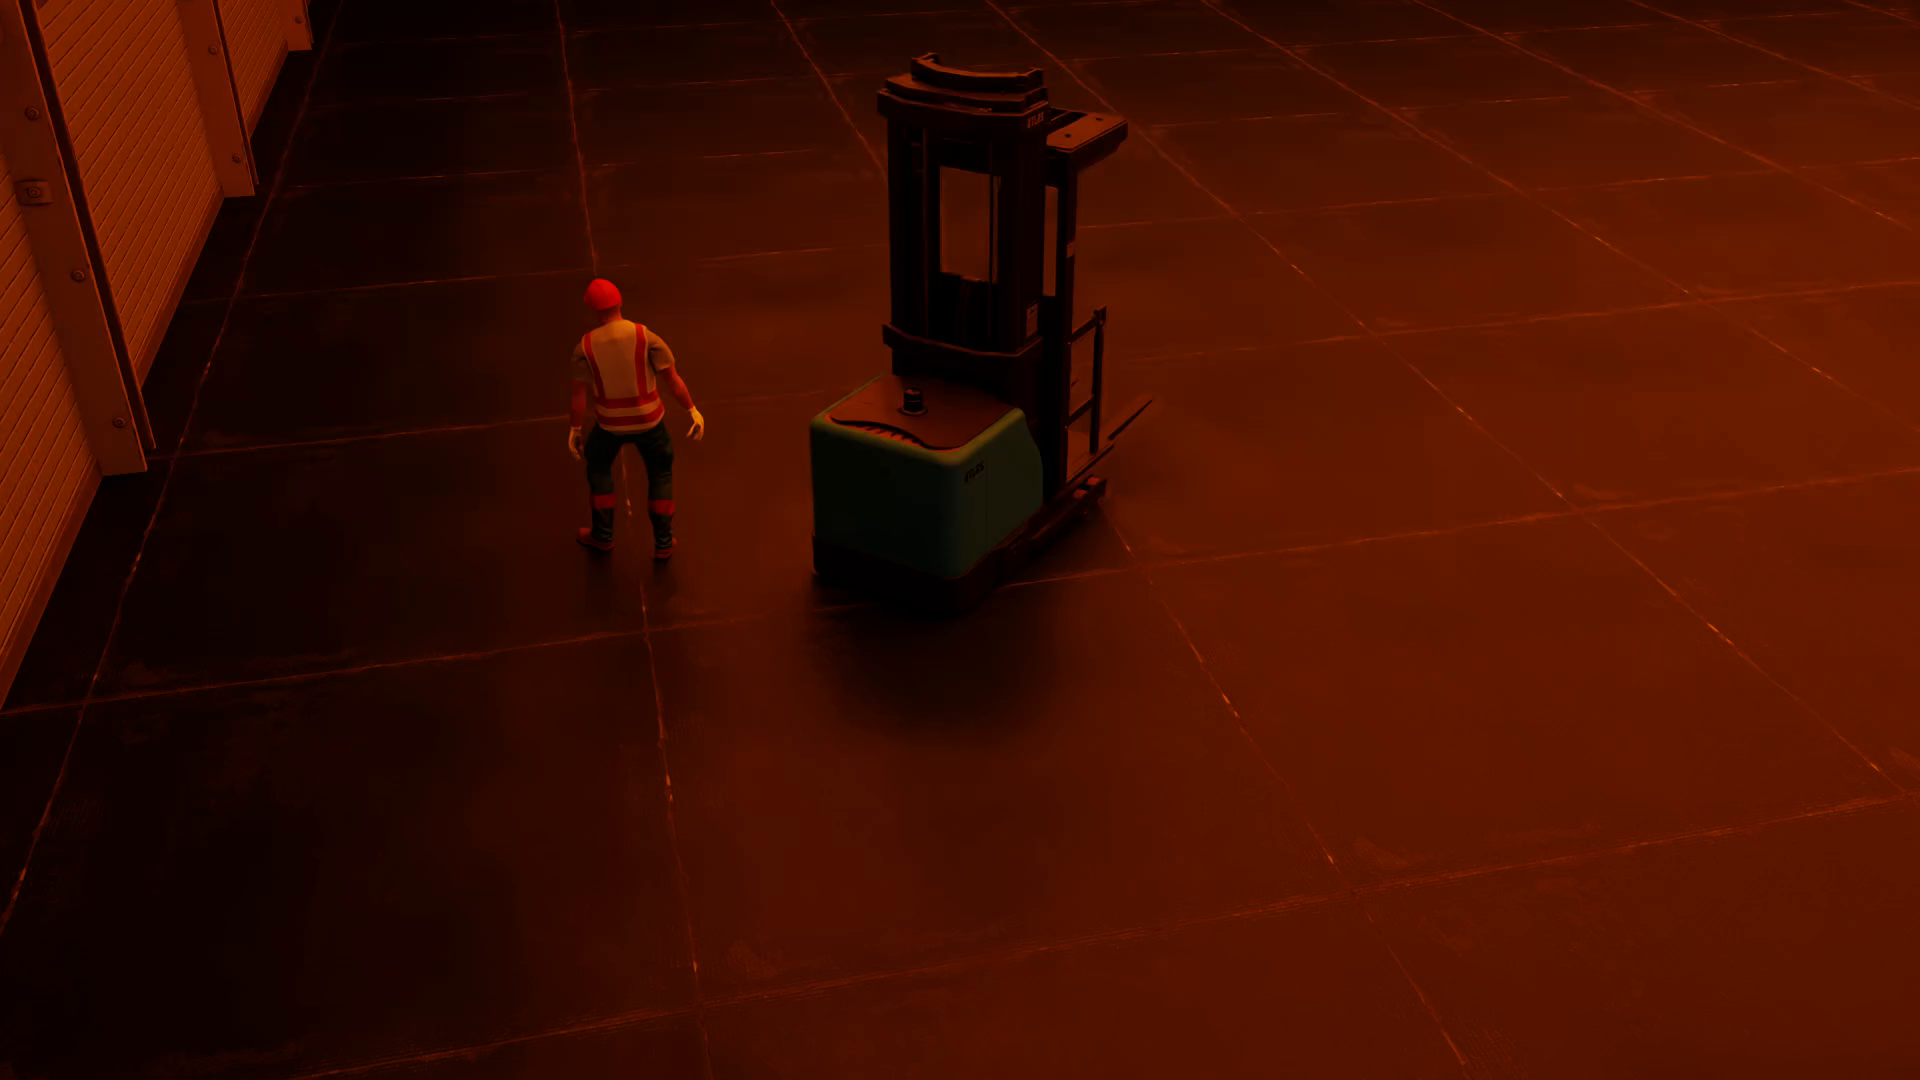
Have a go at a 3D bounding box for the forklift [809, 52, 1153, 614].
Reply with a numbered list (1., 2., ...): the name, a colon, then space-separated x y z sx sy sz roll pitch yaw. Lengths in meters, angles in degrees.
1. forklift: 0.307 -1.540 10.235 1.130 2.935 3.031 17 34 27

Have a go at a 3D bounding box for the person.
1. person: -1.981 -0.719 10.045 0.868 1.749 0.464 -2 30 -3
